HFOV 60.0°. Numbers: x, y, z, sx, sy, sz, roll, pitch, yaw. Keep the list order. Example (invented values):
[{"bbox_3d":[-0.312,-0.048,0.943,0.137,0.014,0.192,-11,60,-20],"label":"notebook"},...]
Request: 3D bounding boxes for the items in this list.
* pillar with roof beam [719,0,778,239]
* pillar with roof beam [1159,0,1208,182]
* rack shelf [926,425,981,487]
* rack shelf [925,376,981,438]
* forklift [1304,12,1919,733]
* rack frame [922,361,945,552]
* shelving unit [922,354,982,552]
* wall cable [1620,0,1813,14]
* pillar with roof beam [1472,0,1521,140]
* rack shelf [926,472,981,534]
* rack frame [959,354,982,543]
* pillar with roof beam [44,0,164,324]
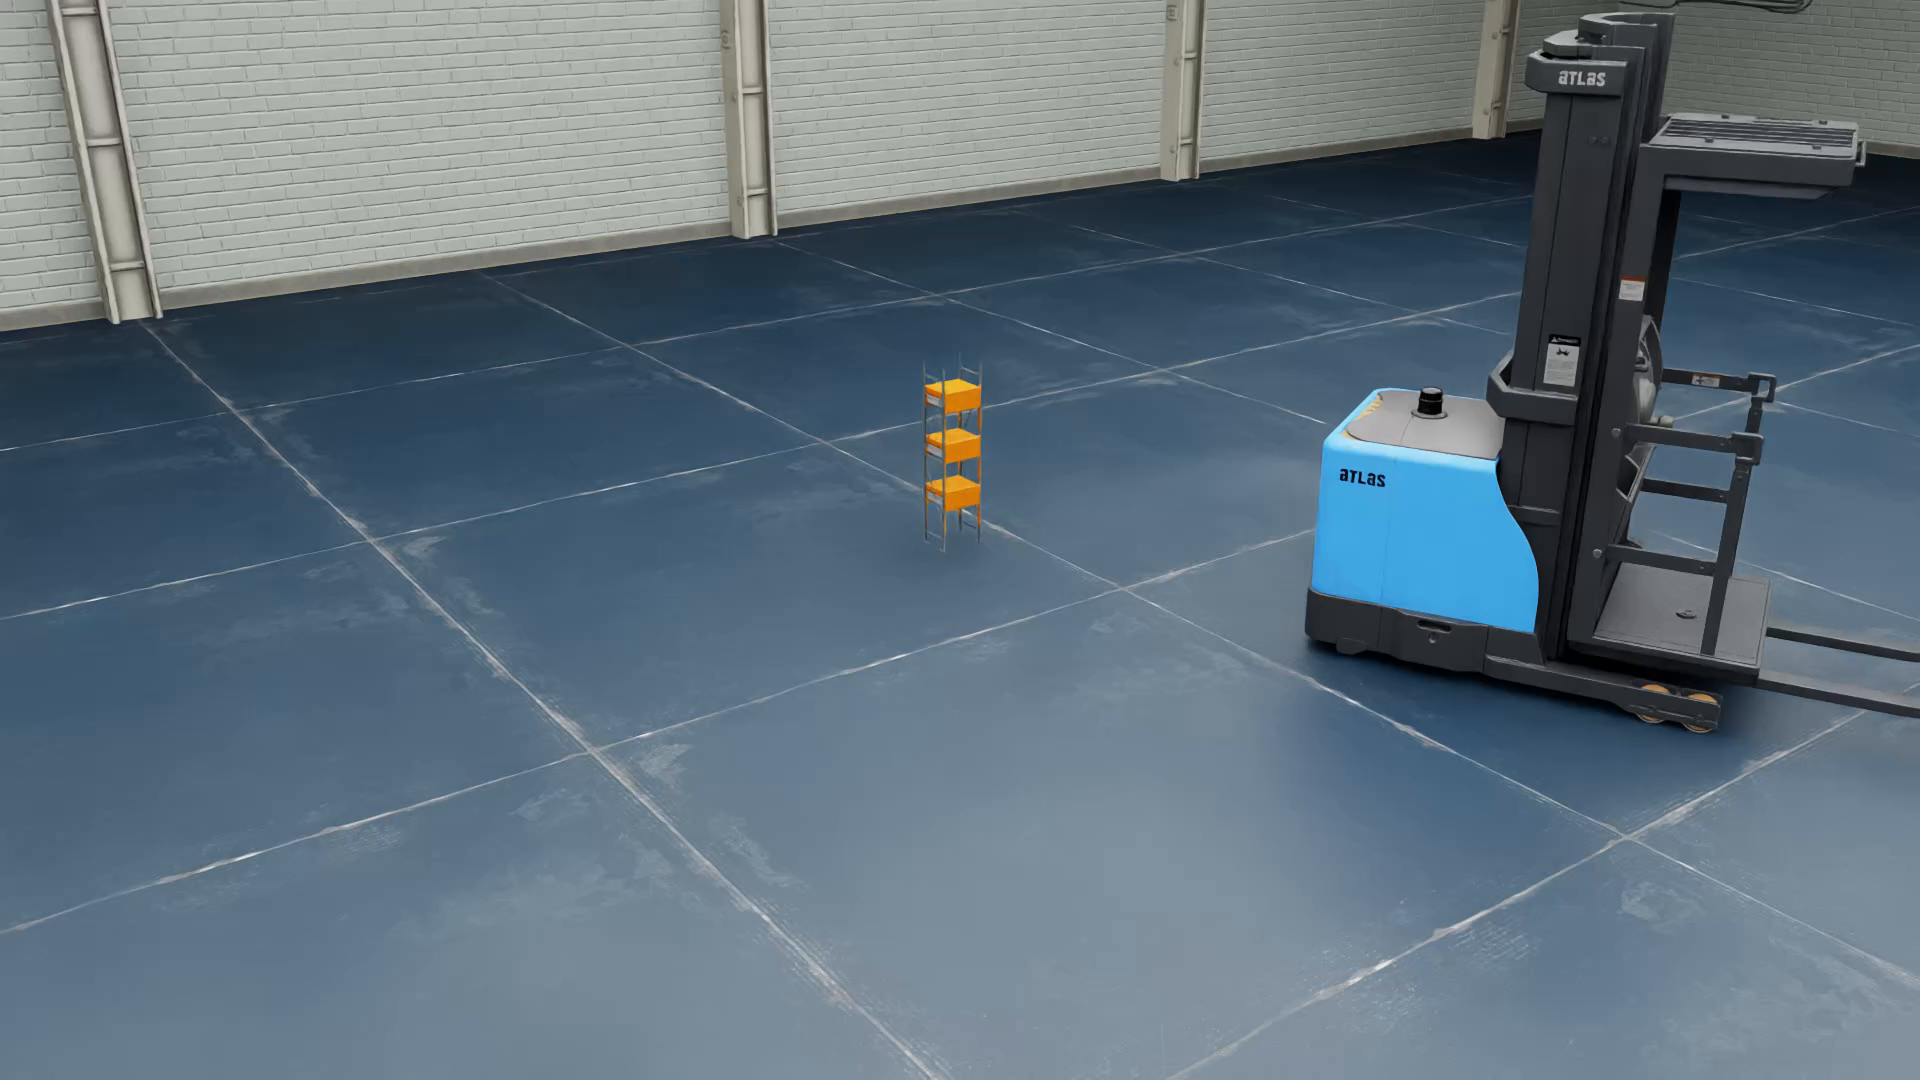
[{"bbox_3d":[0.362,-6.079,12.490,0.400,9.000,9.100,-15,26,-33],"label":"pillar with roof beam"},{"bbox_3d":[5.233,-7.378,15.744,0.400,9.000,9.100,-15,26,-33],"label":"pillar with roof beam"},{"bbox_3d":[-0.043,-0.466,9.177,0.240,0.259,0.215,-15,26,-33],"label":"rack shelf"},{"bbox_3d":[-0.043,-0.730,9.072,0.240,0.259,0.215,-15,26,-33],"label":"rack shelf"},{"bbox_3d":[3.224,-0.743,7.302,3.031,2.935,1.130,11,24,25],"label":"forklift"},{"bbox_3d":[-0.142,-0.450,9.107,0.008,1.050,0.200,-15,26,-33],"label":"rack frame"},{"bbox_3d":[-0.043,-0.476,9.173,0.252,1.050,0.215,-15,26,-33],"label":"shelving unit"},{"bbox_3d":[10.752,-8.770,23.421,0.112,2.526,3.097,-15,26,-33],"label":"wall cable"},{"bbox_3d":[10.103,-8.677,18.999,0.400,9.000,9.100,-15,26,-33],"label":"pillar with roof beam"},{"bbox_3d":[-0.043,-0.208,9.280,0.240,0.259,0.215,-15,26,-33],"label":"rack shelf"},{"bbox_3d":[0.056,-0.502,9.239,0.008,1.050,0.200,-15,26,-33],"label":"rack frame"},{"bbox_3d":[-4.508,-4.781,9.235,0.400,9.000,9.100,-15,26,-33],"label":"pillar with roof beam"}]
